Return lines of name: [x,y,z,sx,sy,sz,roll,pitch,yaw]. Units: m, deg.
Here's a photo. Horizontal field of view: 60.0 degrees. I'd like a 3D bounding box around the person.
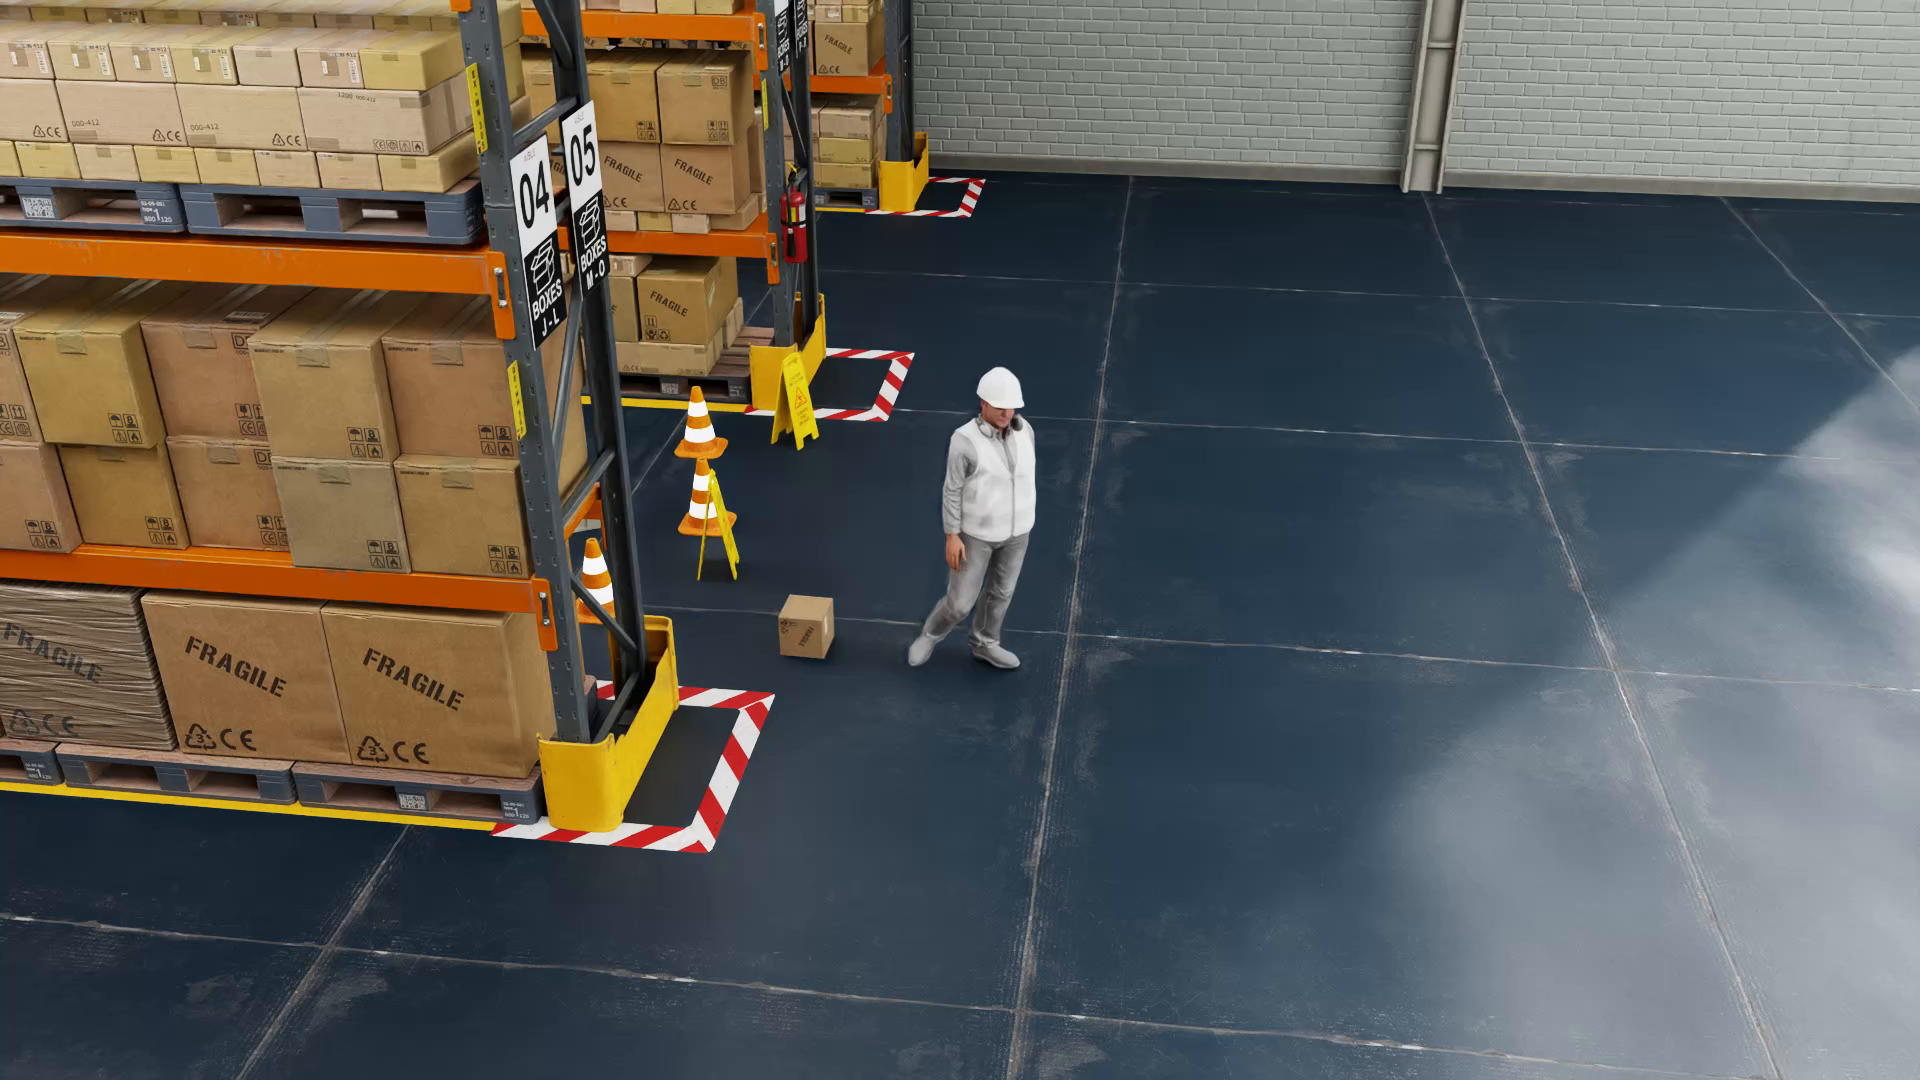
person: [0.074,-0.087,8.733,0.694,1.760,0.517,-17,32,-28]
